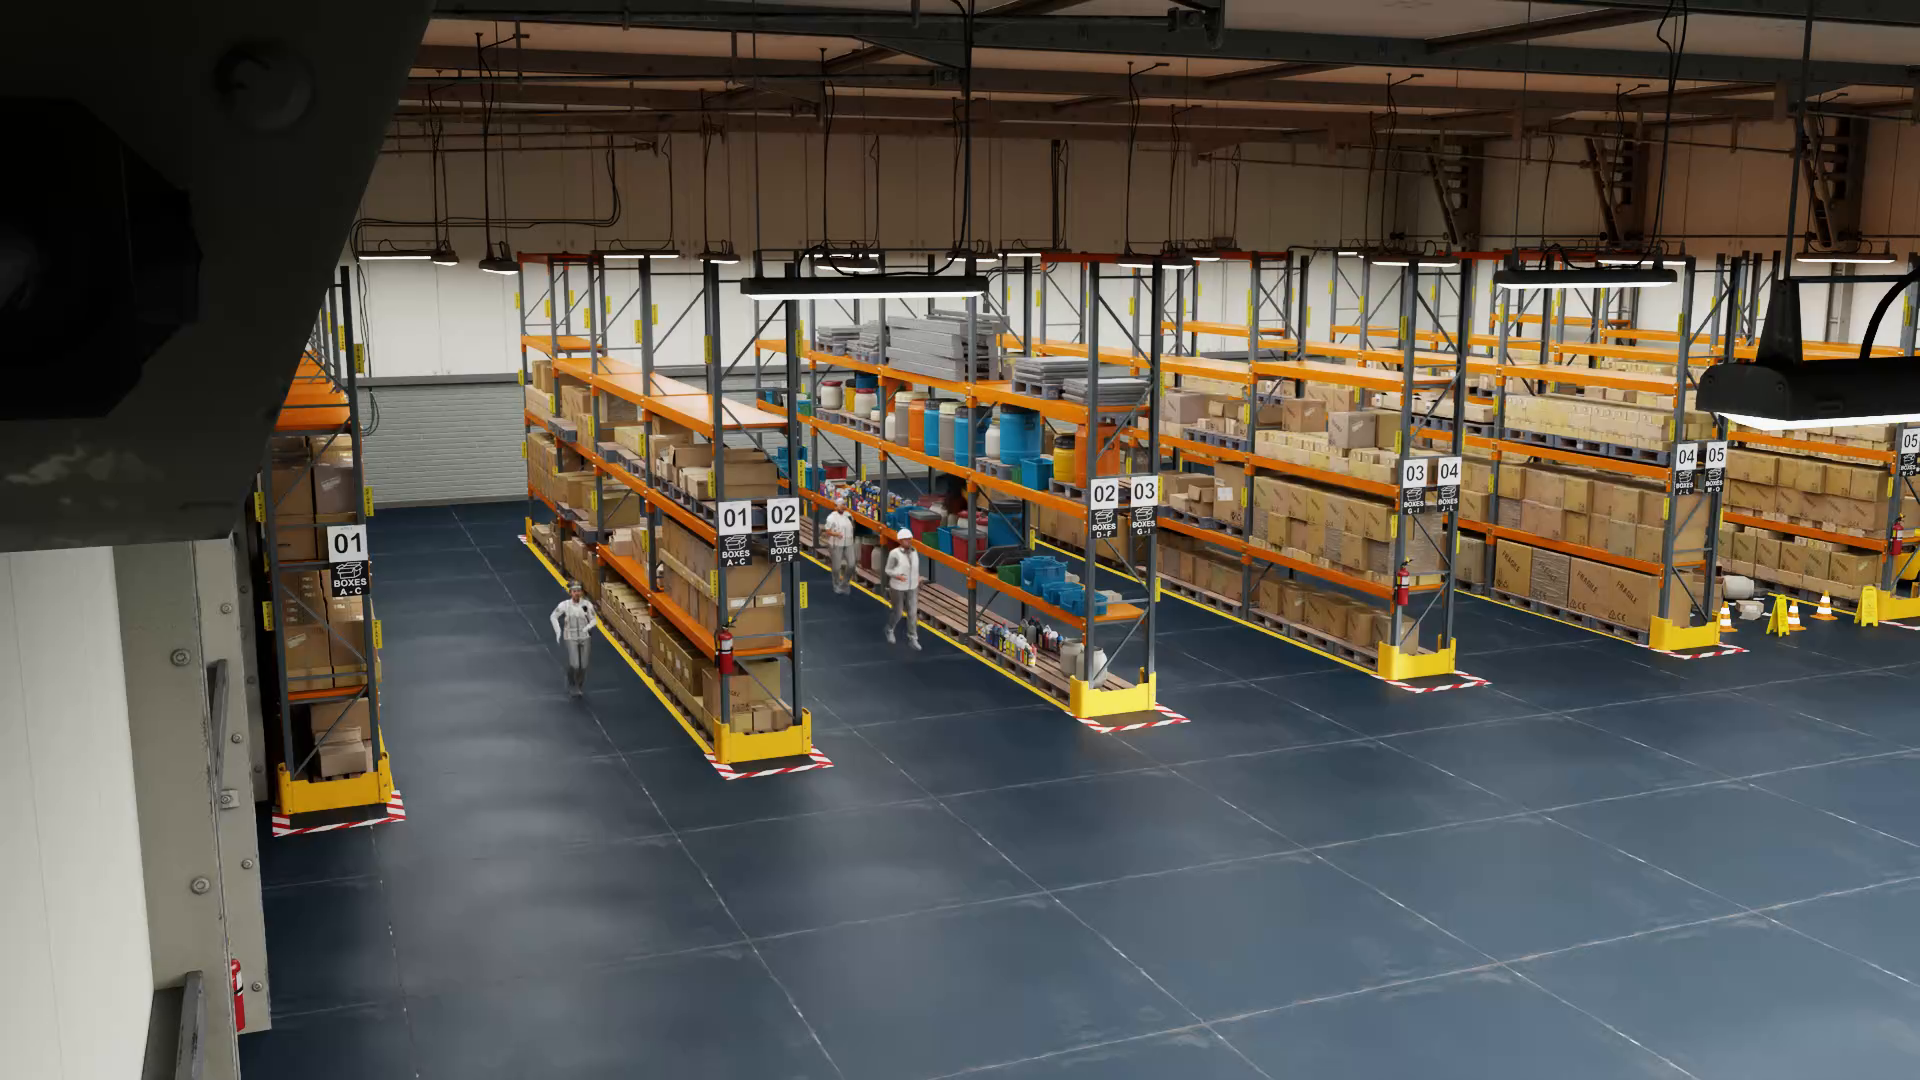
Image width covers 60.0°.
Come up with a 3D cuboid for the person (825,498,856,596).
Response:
[{"bbox_3d":[-1.980,0.135,28.278,0.591,1.711,0.576,-5,11,-25],"label":"person"}]

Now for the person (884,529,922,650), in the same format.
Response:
[{"bbox_3d":[-0.837,0.707,24.688,0.646,1.795,0.859,-6,12,-31],"label":"person"}]

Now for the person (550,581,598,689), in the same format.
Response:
[{"bbox_3d":[-5.257,1.336,22.827,0.593,1.584,0.604,-5,11,-25],"label":"person"}]
